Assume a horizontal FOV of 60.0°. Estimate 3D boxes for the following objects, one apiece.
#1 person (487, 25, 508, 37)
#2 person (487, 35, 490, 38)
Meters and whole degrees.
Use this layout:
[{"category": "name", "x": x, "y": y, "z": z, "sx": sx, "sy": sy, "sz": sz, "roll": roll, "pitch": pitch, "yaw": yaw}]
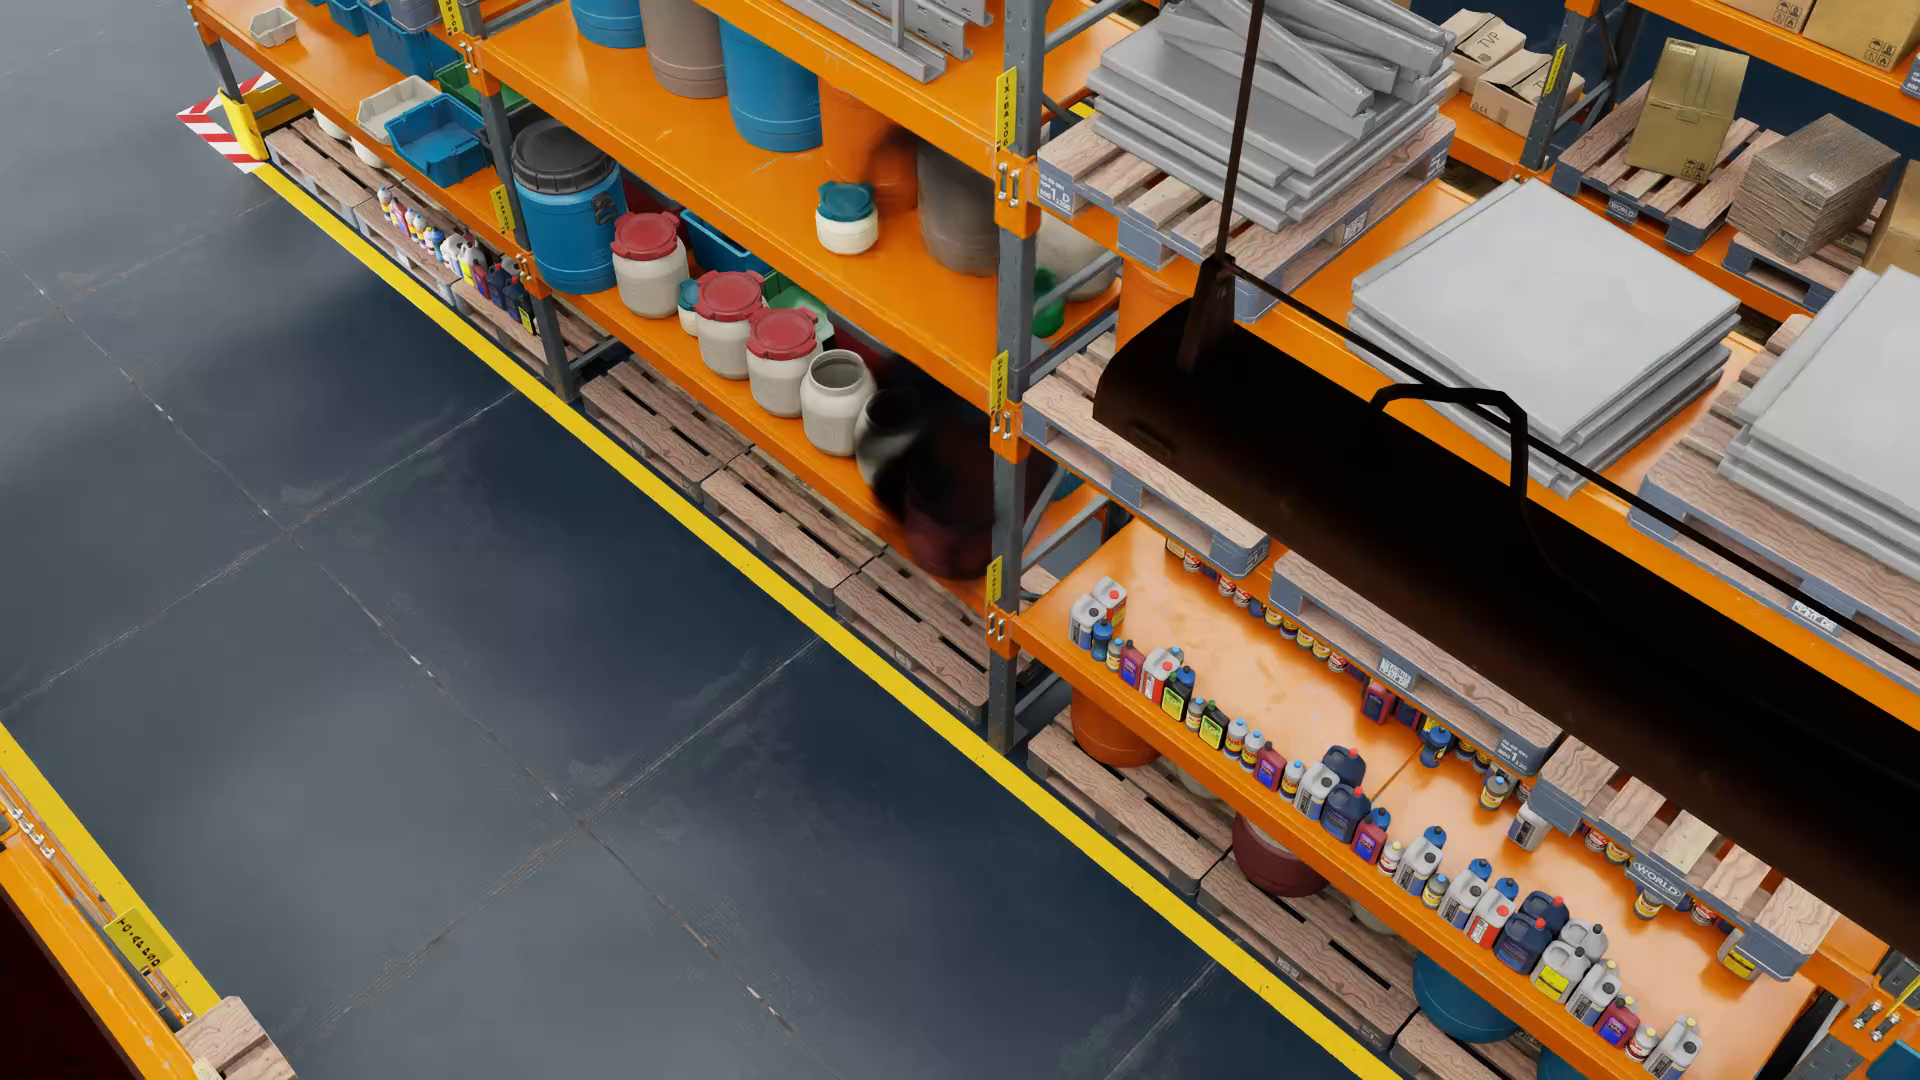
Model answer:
[{"category": "person", "x": -3.770, "y": -4.271, "z": 12.803, "sx": 0.913, "sy": 1.812, "sz": 0.641, "roll": 25, "pitch": 54, "yaw": 19}, {"category": "person", "x": -4.309, "y": -4.677, "z": 13.257, "sx": 0.804, "sy": 1.675, "sz": 0.693, "roll": -29, "pitch": 56, "yaw": -22}]
